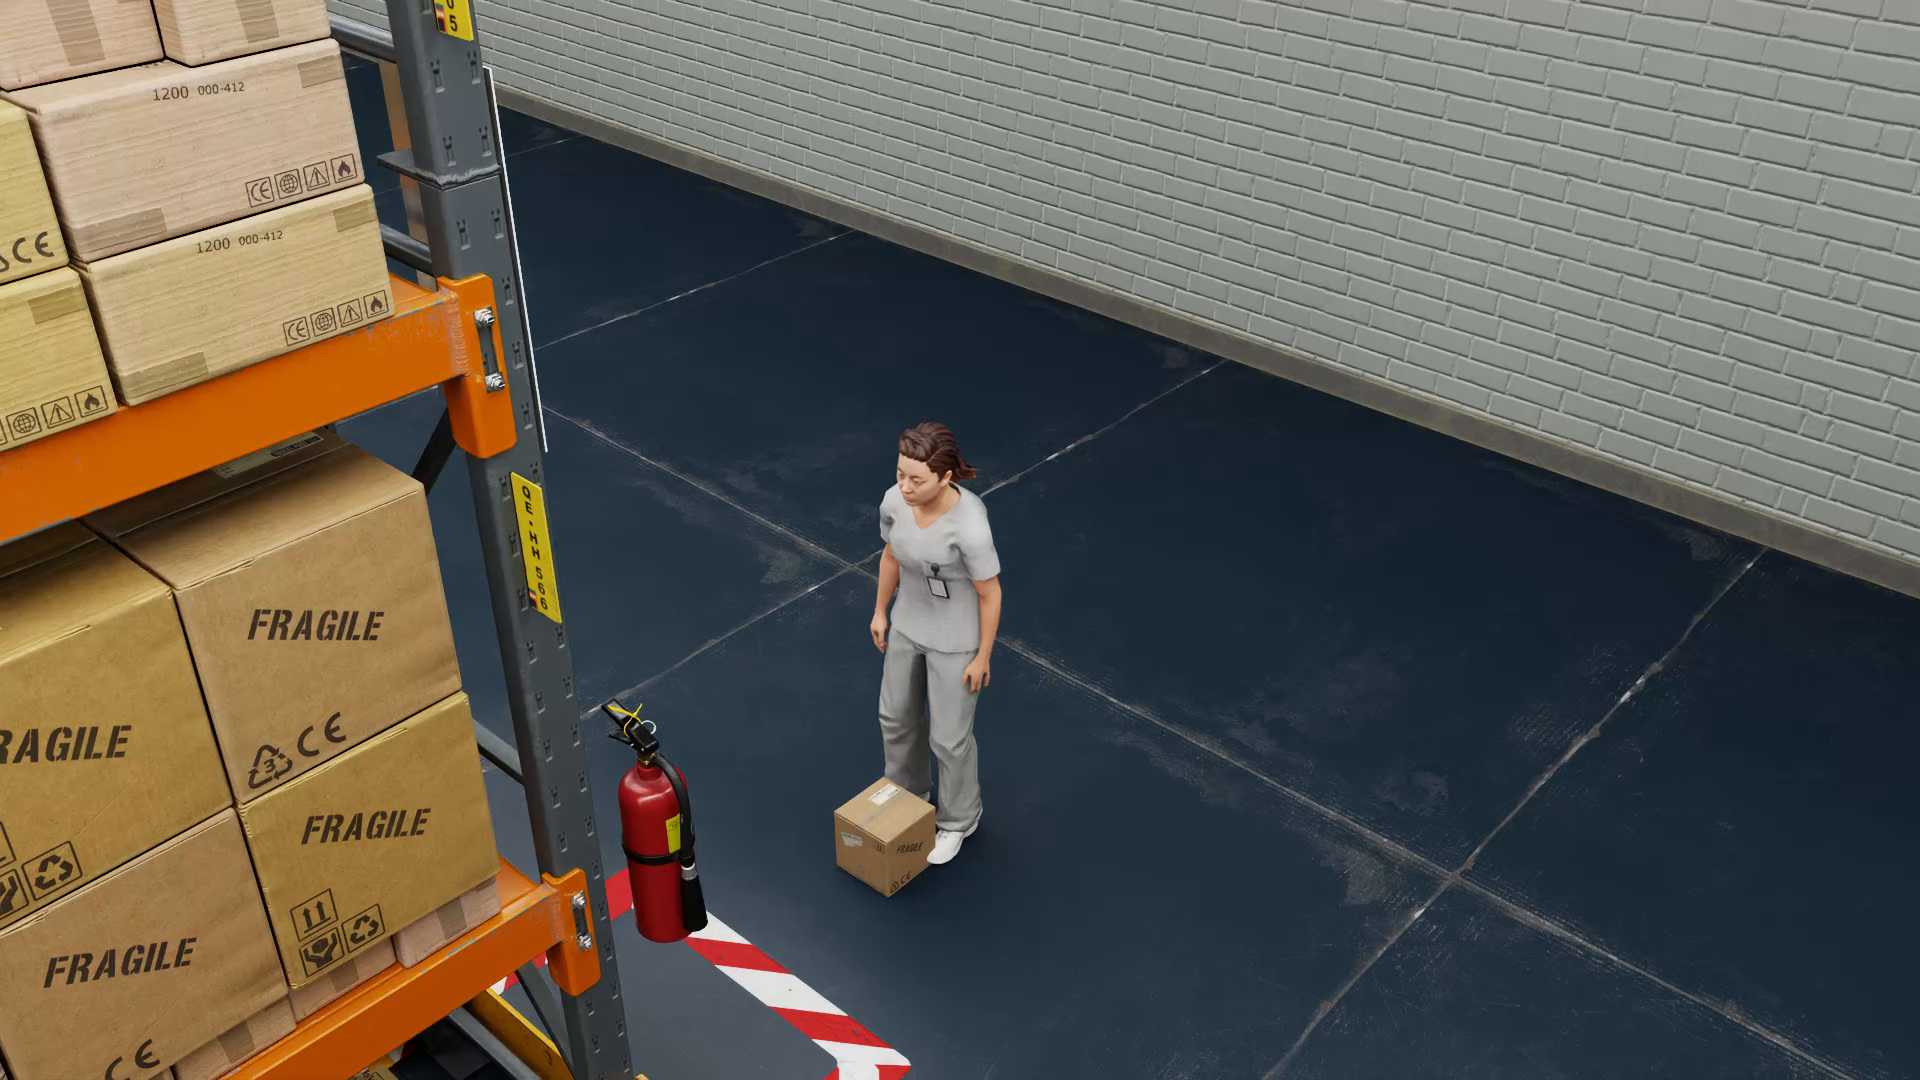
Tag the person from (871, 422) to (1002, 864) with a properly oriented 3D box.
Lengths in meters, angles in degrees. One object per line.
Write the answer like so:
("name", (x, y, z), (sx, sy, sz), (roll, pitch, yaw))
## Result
("person", (-0.096, 0.339, 5.603), (0.513, 1.651, 0.361), (23, 38, 32))
